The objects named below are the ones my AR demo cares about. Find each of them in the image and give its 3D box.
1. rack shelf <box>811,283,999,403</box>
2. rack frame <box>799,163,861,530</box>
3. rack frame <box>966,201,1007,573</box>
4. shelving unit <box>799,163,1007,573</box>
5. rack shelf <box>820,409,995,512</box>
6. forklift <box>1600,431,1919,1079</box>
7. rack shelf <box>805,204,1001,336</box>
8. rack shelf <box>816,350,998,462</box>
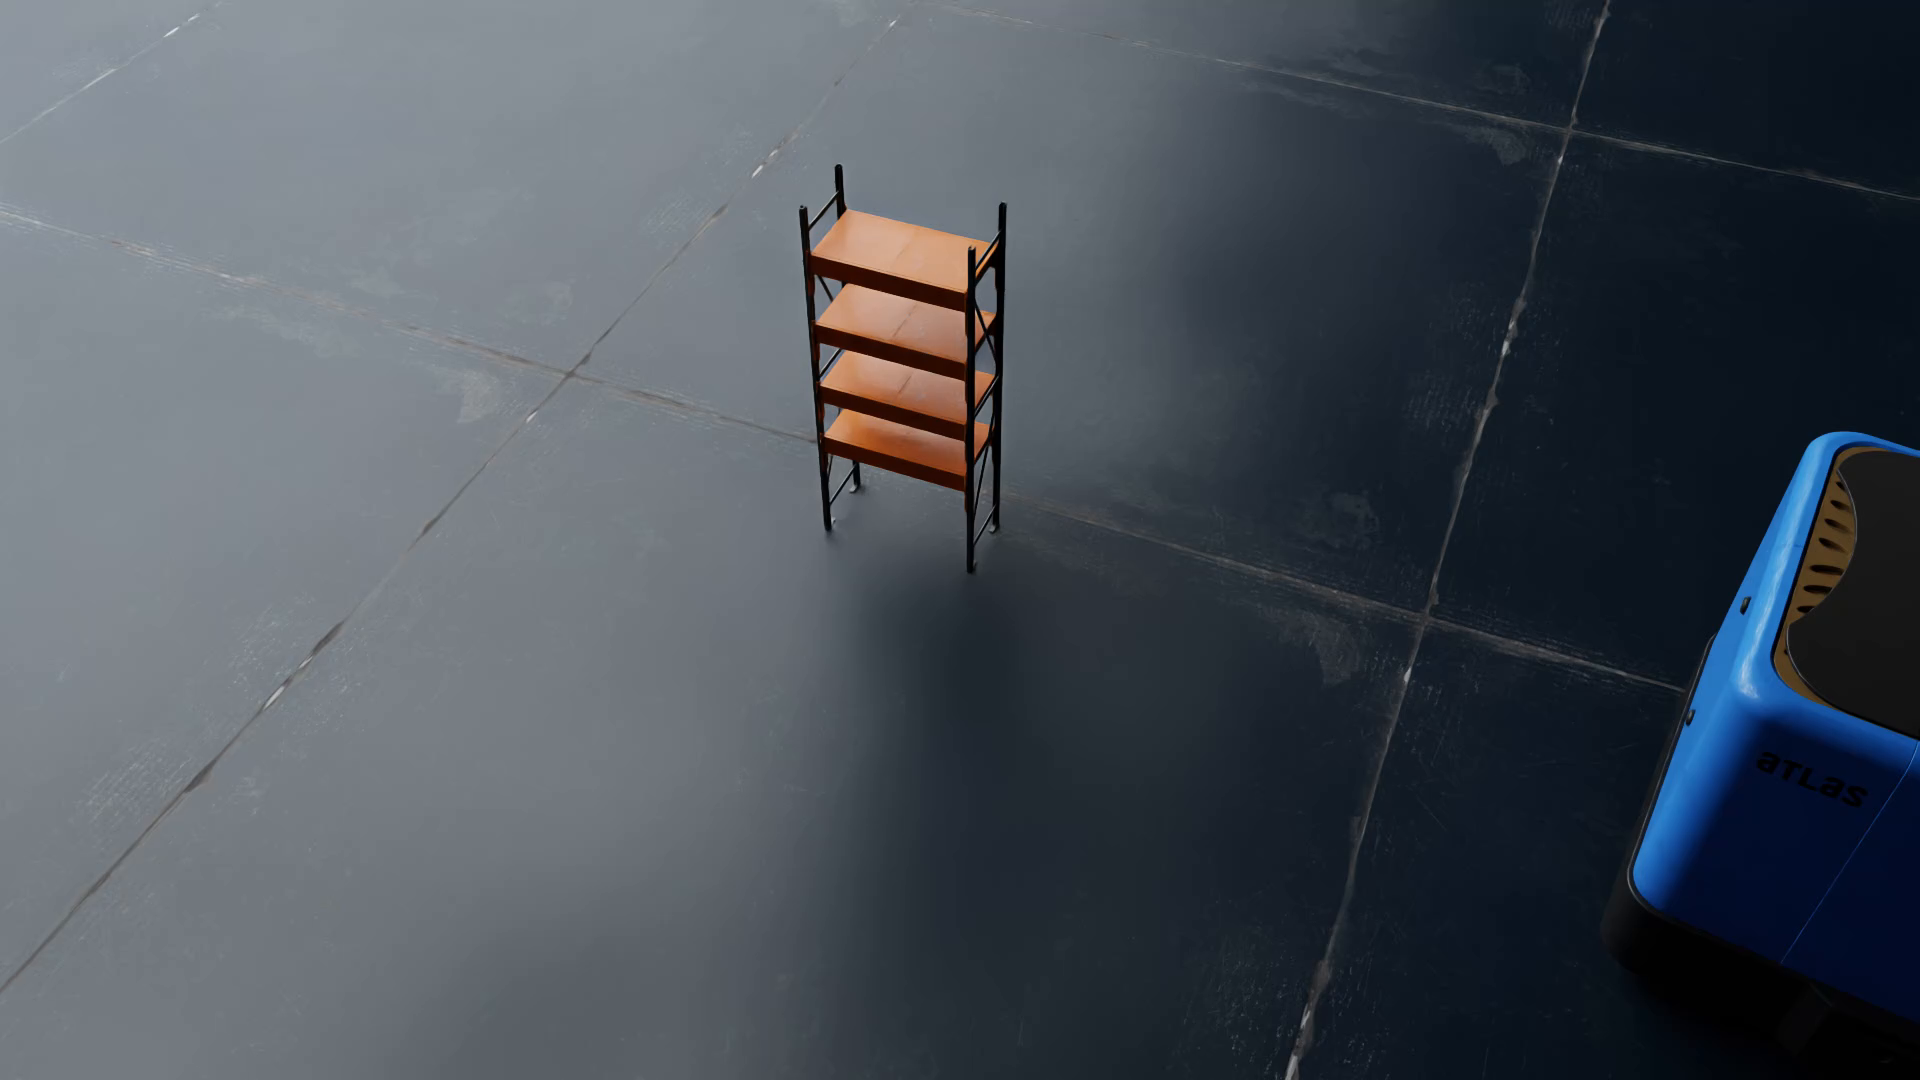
[{"bbox_3d":[-0.153,-0.581,4.762,0.480,0.148,0.258,16,47,16],"label":"rack shelf"},{"bbox_3d":[-0.378,-0.537,4.939,0.015,1.200,0.240,16,47,16],"label":"rack frame"},{"bbox_3d":[0.072,-0.404,4.805,0.015,1.200,0.240,16,47,16],"label":"rack frame"},{"bbox_3d":[-0.153,-0.470,4.872,0.503,1.200,0.258,16,47,16],"label":"shelving unit"},{"bbox_3d":[-0.153,-0.282,5.059,0.480,0.148,0.258,16,47,16],"label":"rack shelf"},{"bbox_3d":[3.132,0.256,2.915,3.031,2.935,1.130,22,49,21],"label":"forklift"},{"bbox_3d":[-0.153,-0.749,4.595,0.480,0.148,0.258,16,47,16],"label":"rack shelf"},{"bbox_3d":[-0.153,-0.423,4.919,0.480,0.148,0.258,16,47,16],"label":"rack shelf"}]
